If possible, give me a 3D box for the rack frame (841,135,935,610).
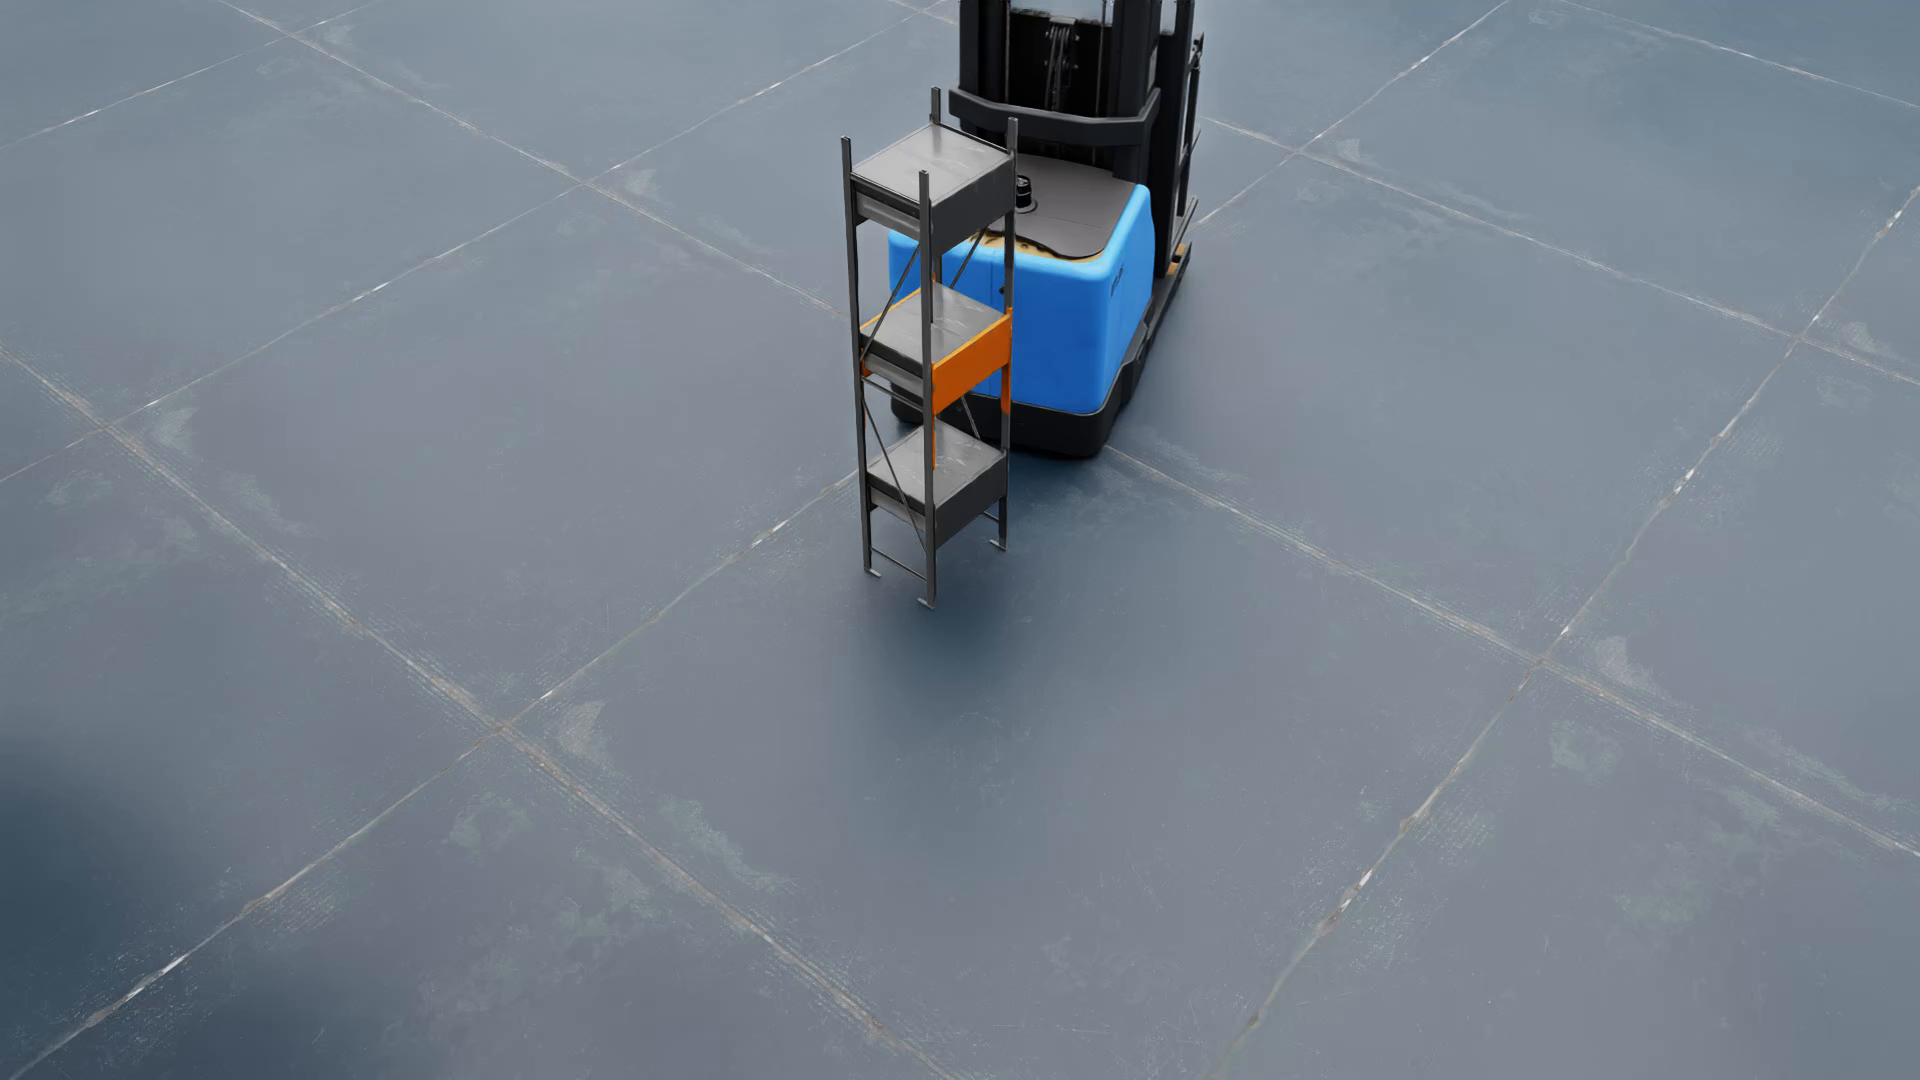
[{"bbox_3d":[-0.264,-0.566,6.494,0.400,2.100,0.015,29,50,28],"label":"rack frame"}]

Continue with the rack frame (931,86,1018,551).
[{"bbox_3d":[0.050,-0.817,6.770,0.400,2.100,0.015,29,50,28],"label":"rack frame"}]

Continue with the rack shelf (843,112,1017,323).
[{"bbox_3d":[-0.107,-1.199,6.170,0.431,0.518,0.480,29,50,28],"label":"rack shelf"}]

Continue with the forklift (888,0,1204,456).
[{"bbox_3d":[0.616,-2.480,7.981,1.130,2.935,3.031,13,44,14],"label":"forklift"}]

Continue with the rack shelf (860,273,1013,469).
[{"bbox_3d":[-0.107,-0.682,6.641,0.431,0.518,0.480,29,50,28],"label":"rack shelf"}]

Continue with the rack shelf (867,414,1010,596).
[{"bbox_3d":[-0.107,-0.164,7.112,0.431,0.518,0.480,29,50,28],"label":"rack shelf"}]

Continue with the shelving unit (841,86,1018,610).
[{"bbox_3d":[-0.107,-0.692,6.632,0.431,2.100,0.503,29,50,28],"label":"shelving unit"}]
